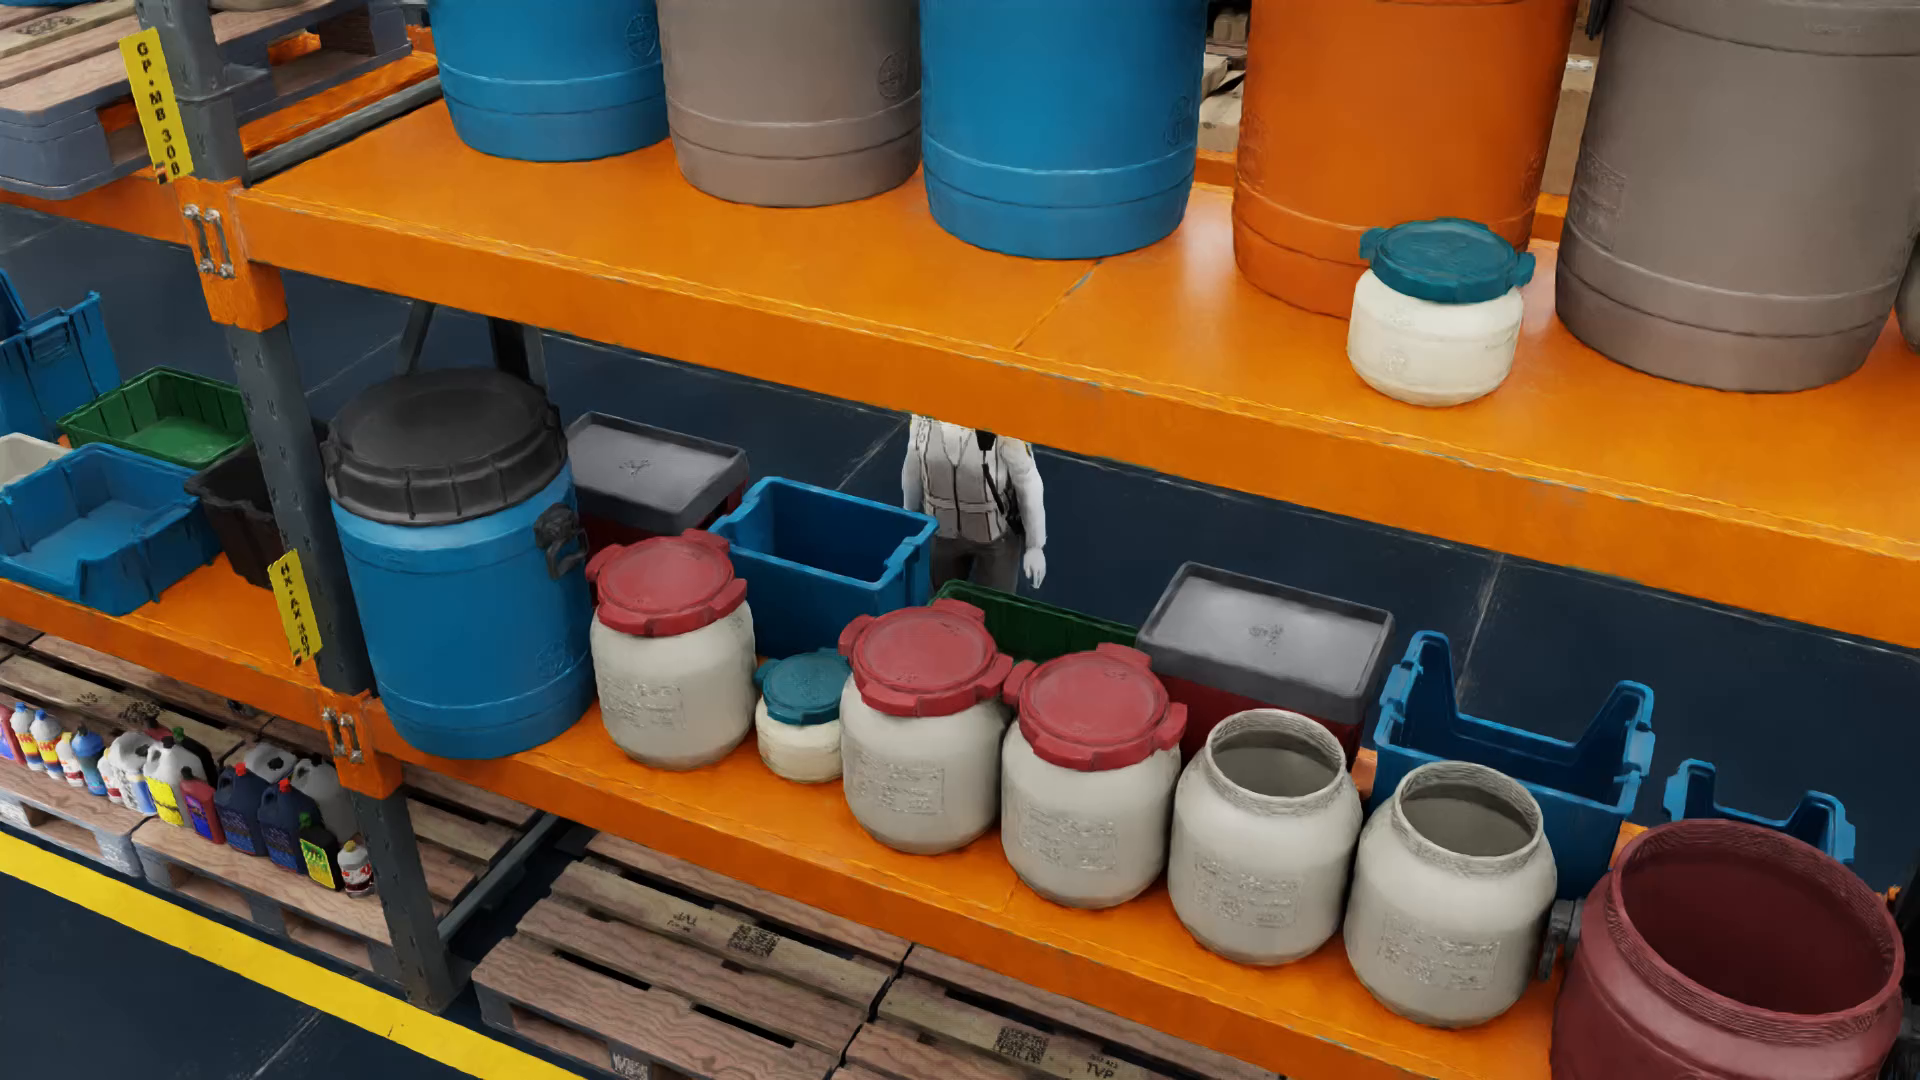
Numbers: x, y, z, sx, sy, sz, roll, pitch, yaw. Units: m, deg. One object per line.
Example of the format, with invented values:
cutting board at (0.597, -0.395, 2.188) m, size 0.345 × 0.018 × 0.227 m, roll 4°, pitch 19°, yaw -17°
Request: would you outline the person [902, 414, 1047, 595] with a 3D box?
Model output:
person at (0.045, -0.021, 6.128) m, size 0.603 × 1.682 × 0.423 m, roll 13°, pitch 36°, yaw 18°
